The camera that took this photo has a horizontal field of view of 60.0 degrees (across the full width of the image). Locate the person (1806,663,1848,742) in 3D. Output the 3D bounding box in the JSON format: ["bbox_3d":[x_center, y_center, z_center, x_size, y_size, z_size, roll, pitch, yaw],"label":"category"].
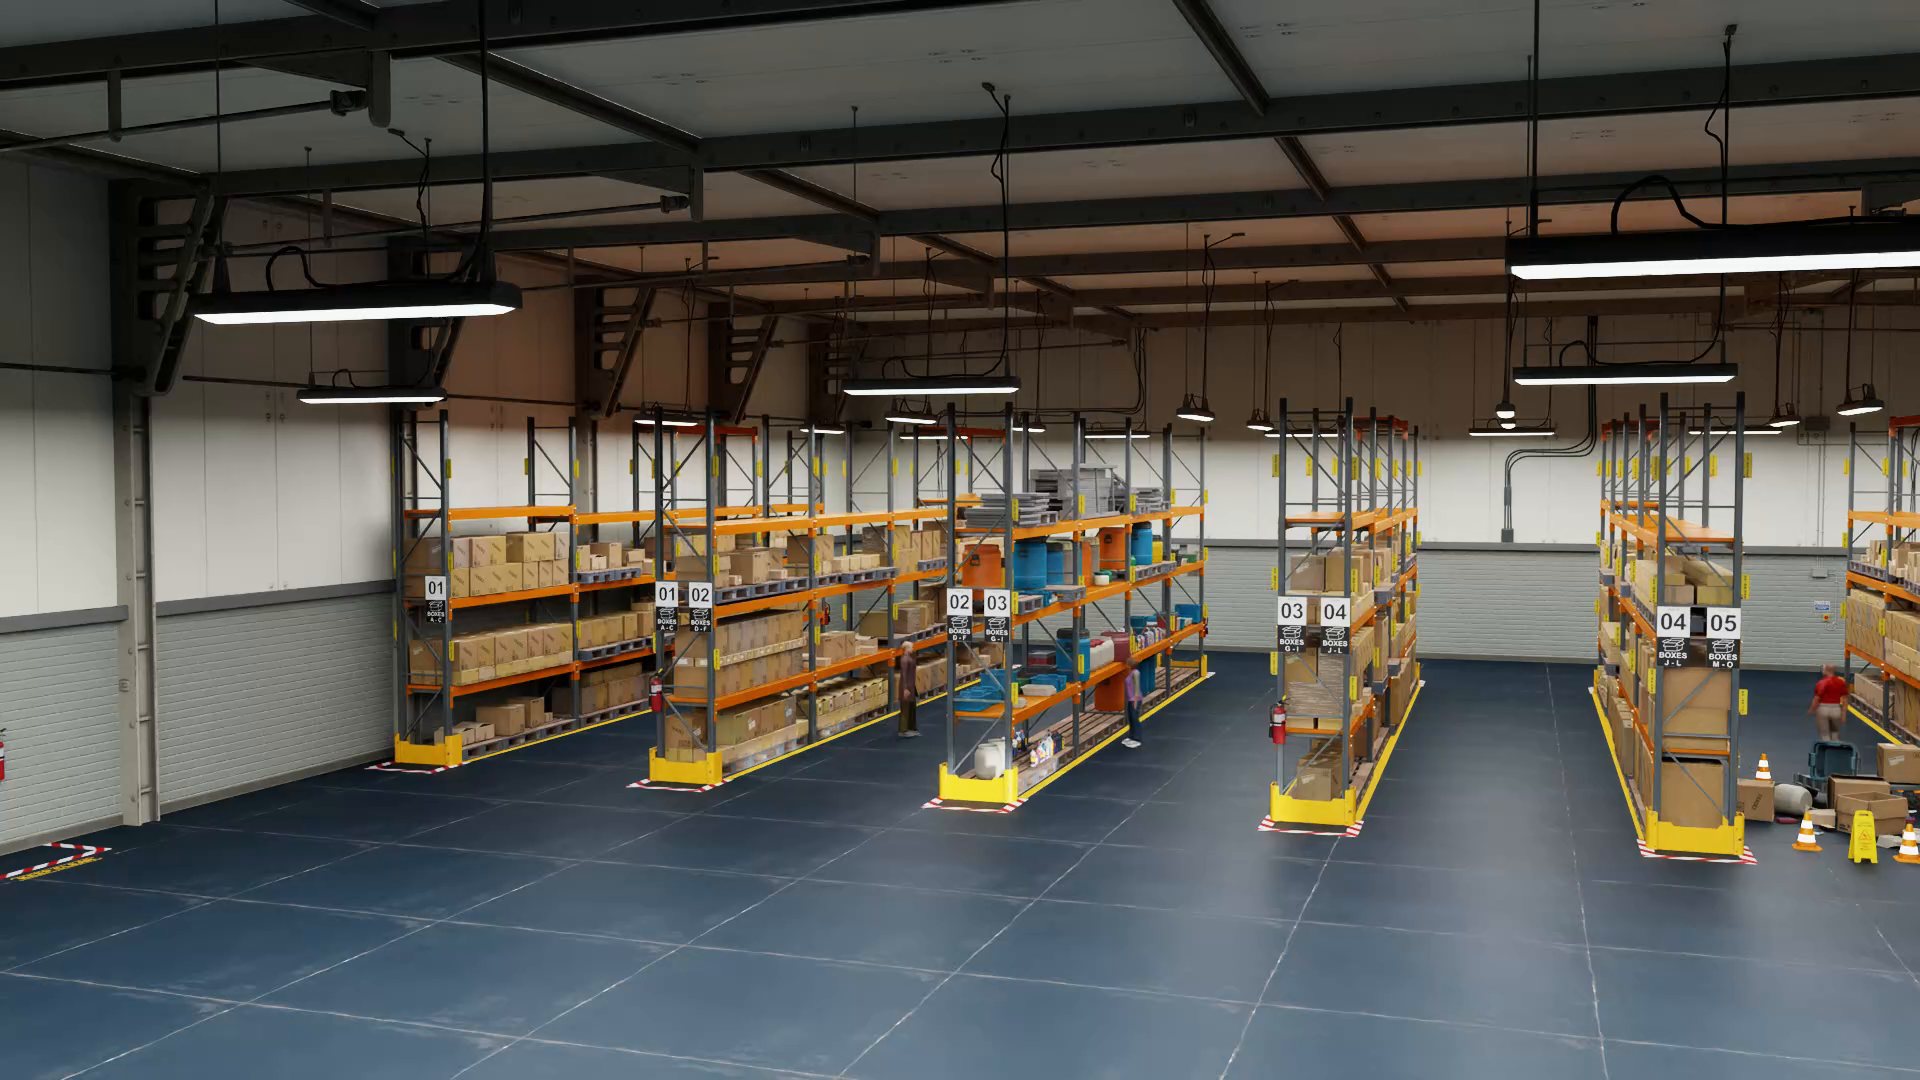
[{"bbox_3d":[14.575,2.947,27.917,0.606,1.767,0.686,0,2,9],"label":"person"}]

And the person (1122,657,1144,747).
[{"bbox_3d":[3.119,2.907,30.011,0.376,1.602,0.468,0,2,-4],"label":"person"}]

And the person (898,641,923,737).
[{"bbox_3d":[-0.928,2.810,31.026,0.454,1.823,0.654,0,2,6],"label":"person"}]
